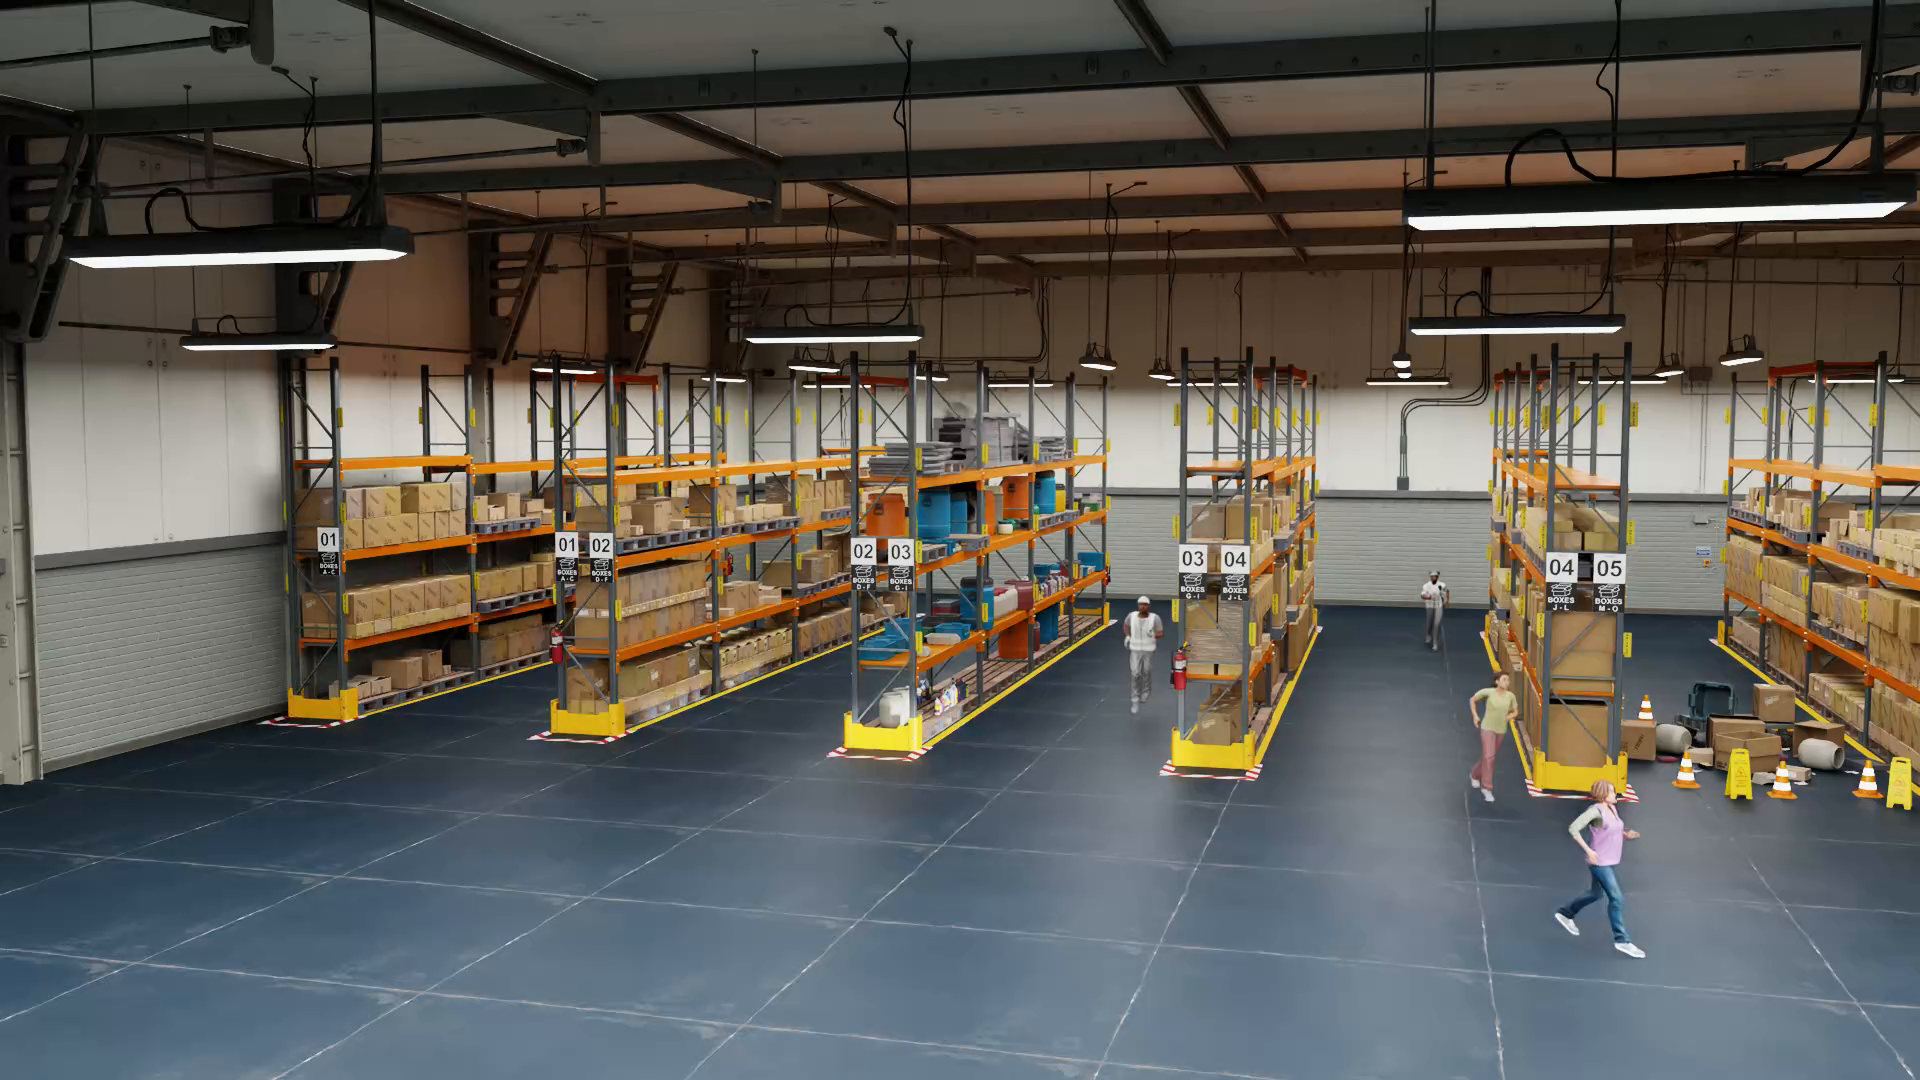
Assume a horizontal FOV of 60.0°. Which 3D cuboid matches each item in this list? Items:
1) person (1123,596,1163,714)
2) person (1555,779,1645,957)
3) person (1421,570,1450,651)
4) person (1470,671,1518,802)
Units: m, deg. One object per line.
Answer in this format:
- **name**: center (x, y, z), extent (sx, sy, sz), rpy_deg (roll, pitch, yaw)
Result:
- **person**: center (2.976, 1.851, 27.052), extent (0.659, 1.891, 0.769), rpy_deg (1, 4, 8)
- **person**: center (6.016, 3.043, 15.605), extent (0.878, 1.582, 0.531), rpy_deg (4, 5, 40)
- **person**: center (10.346, 1.500, 36.226), extent (0.588, 1.736, 0.920), rpy_deg (1, 4, 19)
- **person**: center (7.115, 2.559, 22.087), extent (0.591, 1.679, 0.890), rpy_deg (-1, 4, -8)
